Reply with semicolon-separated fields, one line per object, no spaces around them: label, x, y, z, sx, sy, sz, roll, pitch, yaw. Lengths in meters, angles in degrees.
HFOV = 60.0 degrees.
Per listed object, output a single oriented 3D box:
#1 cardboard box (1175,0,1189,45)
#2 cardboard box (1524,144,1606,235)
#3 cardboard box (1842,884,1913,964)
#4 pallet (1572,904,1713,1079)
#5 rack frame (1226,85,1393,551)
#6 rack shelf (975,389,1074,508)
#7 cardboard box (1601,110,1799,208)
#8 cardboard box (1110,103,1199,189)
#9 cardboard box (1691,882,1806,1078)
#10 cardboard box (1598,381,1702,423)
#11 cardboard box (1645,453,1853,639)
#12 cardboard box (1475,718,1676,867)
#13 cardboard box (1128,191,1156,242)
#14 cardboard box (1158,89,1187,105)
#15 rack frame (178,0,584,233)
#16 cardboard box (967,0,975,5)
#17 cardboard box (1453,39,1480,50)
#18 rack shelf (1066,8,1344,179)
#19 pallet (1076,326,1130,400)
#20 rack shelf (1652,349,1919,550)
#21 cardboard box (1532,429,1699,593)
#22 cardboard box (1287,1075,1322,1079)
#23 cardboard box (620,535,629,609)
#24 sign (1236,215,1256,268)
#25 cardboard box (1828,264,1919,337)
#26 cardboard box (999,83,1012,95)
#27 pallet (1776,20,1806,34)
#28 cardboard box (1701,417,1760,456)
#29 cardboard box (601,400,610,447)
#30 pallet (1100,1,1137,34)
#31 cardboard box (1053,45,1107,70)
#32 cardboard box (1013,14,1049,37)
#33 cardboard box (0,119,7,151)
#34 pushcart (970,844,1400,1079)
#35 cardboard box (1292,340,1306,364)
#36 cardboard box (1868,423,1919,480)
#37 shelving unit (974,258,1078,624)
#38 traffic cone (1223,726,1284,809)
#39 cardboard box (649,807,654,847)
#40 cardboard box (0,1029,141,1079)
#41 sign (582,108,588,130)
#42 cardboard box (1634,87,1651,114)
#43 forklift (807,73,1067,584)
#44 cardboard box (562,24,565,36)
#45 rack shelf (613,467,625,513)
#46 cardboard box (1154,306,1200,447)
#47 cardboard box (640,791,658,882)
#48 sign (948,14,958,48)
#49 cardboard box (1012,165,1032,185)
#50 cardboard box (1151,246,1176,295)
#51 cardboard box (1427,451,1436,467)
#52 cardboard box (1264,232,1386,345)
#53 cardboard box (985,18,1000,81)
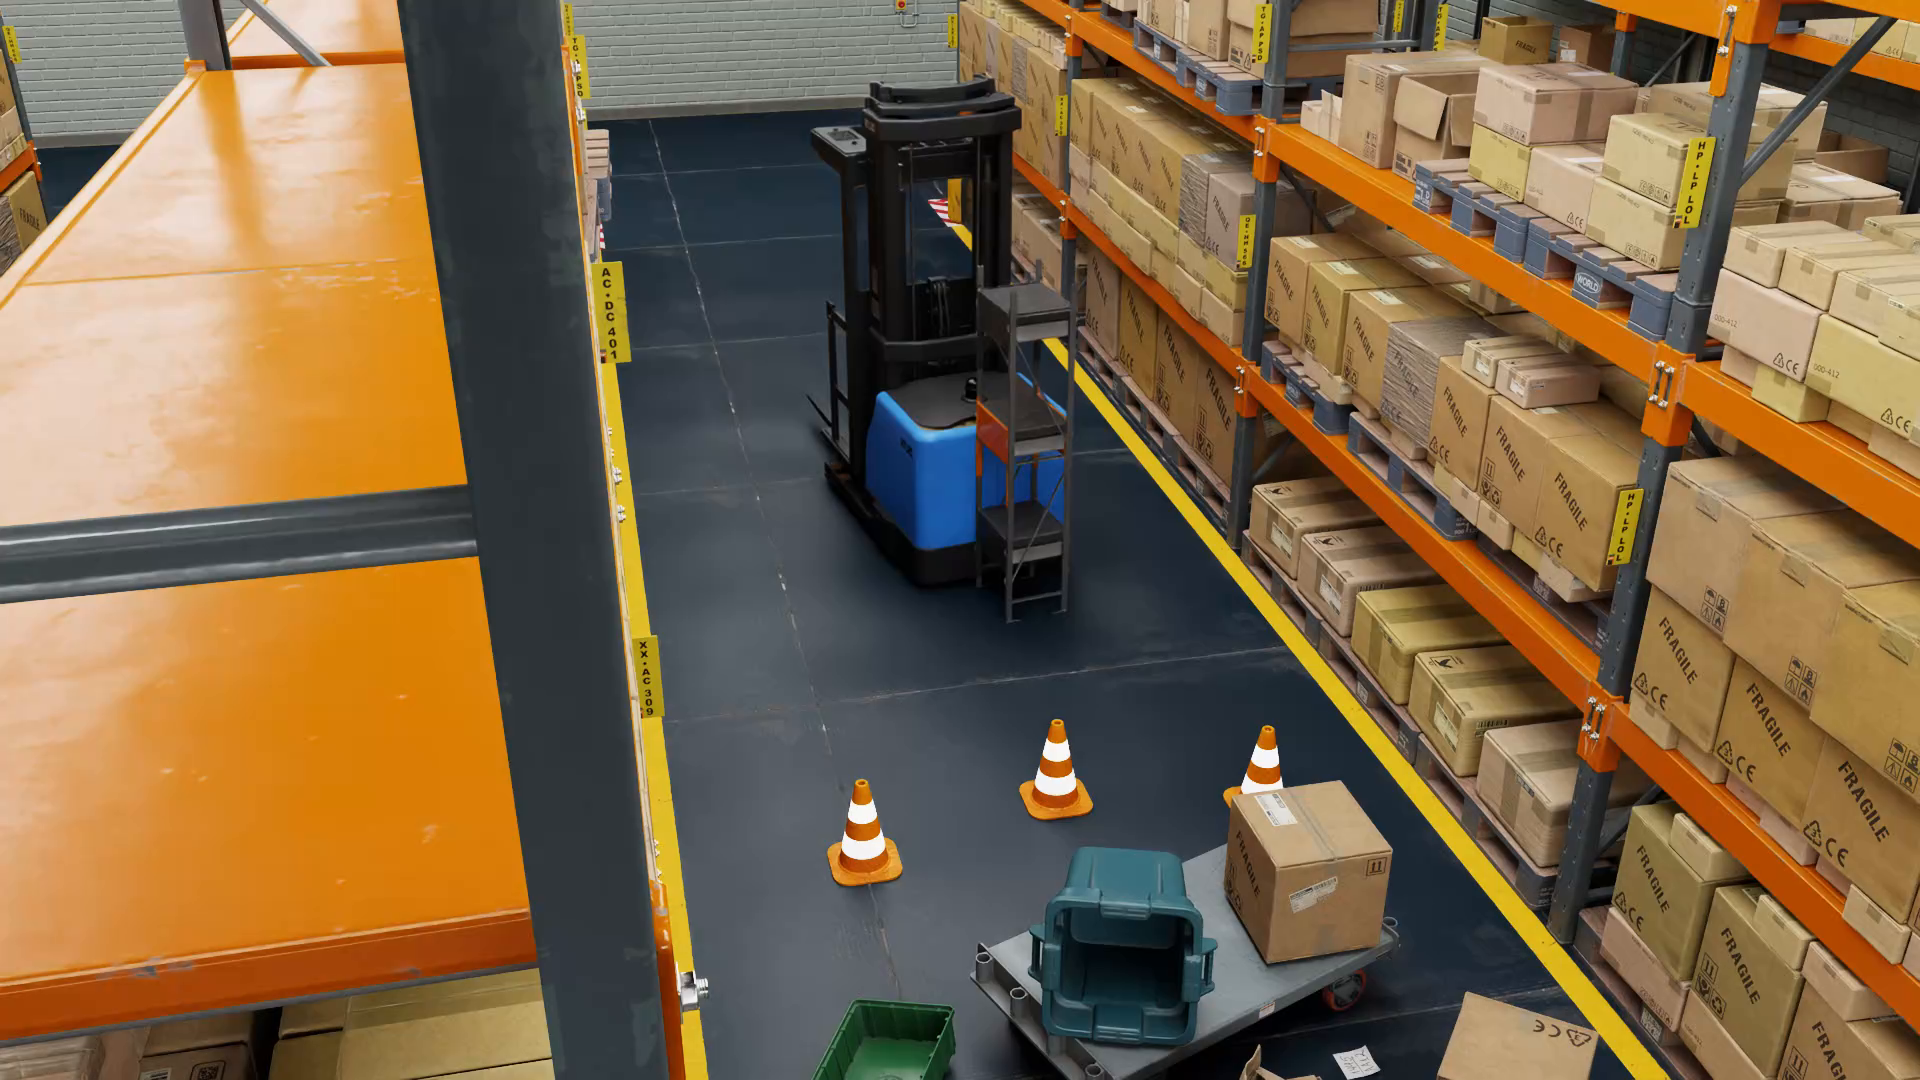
cardboard box;1.619;-3.382;10.821;0.396;0.266;0.258;-7;28;-13
cardboard box;2.790;-1.514;7.138;0.500;0.250;0.500;-6;27;-11
cardboard box;3.209;1.256;5.559;0.380;0.149;0.250;-6;27;-11
pallet;3.357;1.946;7.006;1.003;0.211;1.213;-6;27;-12
rack frame;2.270;-1.346;10.434;1.000;3.000;0.127;-6;27;-12
rack shelf;0.377;-0.553;9.891;0.431;0.518;0.480;-10;28;-19
cardboard box;2.917;-1.514;6.584;0.500;0.250;0.500;-5;27;-10
cardboard box;1.440;-2.930;12.351;0.500;0.500;0.500;-7;28;-13
cardboard box;3.173;1.636;6.280;0.500;0.500;0.500;-5;27;-10
cardboard box;3.232;-0.410;7.672;0.500;0.500;0.500;-6;27;-11
cardboard box;3.059;0.001;6.214;0.700;0.500;0.500;-6;27;-12
cardboard box;3.051;1.166;7.908;0.950;0.372;0.625;-6;27;-11
cardboard box;1.542;-2.364;12.063;0.500;0.250;0.500;-7;28;-13
cardboard box;1.838;-3.196;12.879;0.500;0.500;0.500;-5;27;-11
rack frame;-1.628;-1.721;4.520;1.000;3.000;0.127;-6;27;-12
cardboard box;0.277;-5.455;16.634;0.380;0.149;0.250;-5;27;-11
cardboard box;5.664;-5.255;18.014;0.500;0.250;0.500;-5;27;-10
rack shelf;1.819;-3.242;11.660;1.077;0.370;4.000;-6;27;-12
pallet;1.616;-1.526;13.886;1.003;0.211;1.213;-6;27;-12
rack shelf;3.622;0.270;4.702;1.077;0.370;4.000;-6;27;-12
cardboard box;2.844;-0.134;7.127;0.500;0.500;0.500;-6;27;-13
cardboard box;0.992;2.296;5.838;0.797;0.637;0.503;-6;27;-12
cardboard box;-1.709;0.213;7.235;0.500;0.500;0.500;-6;27;-12
sign;1.730;-1.805;10.059;0.100;0.325;0.005;-6;27;-12
cardboard box;3.062;-0.773;5.365;0.380;0.149;0.250;-7;28;-13
cardboard box;0.663;-4.000;15.582;0.500;0.500;0.500;-5;27;-10
pallet;6.519;-4.114;12.799;1.213;0.211;1.003;-6;27;-12
cardboard box;3.410;-0.487;7.105;0.380;0.149;0.250;-6;27;-12
cardboard box;-0.952;-0.176;3.603;0.380;0.149;0.250;-6;27;-12
pallet;1.623;-3.958;12.493;0.805;0.209;1.217;-7;28;-14
cardboard box;0.989;-3.985;13.723;0.380;0.149;0.250;-7;28;-13
cardboard box;0.693;-4.659;15.059;0.380;0.149;0.250;-6;27;-12
cardboard box;-8.707;-3.509;14.556;0.500;0.250;0.500;-6;27;-12
pushcart;0.961;1.834;7.044;1.648;0.377;0.936;-16;31;-29
cardboard box;2.193;-1.132;9.824;0.380;0.149;0.250;-8;28;-15
cardboard box;3.188;-0.323;5.357;0.380;0.149;0.250;-5;27;-10
shelving unit;0.377;-0.565;9.885;0.431;2.100;0.503;-10;28;-19
traffic cone;1.528;1.140;8.324;0.336;0.463;0.334;-6;27;-12
cardboard box;-0.776;0.517;3.116;0.380;0.149;0.250;-6;27;-12
cardboard box;-1.188;0.675;1.918;0.380;0.149;0.250;-6;27;-11
sign;-2.891;-3.130;12.683;0.100;0.325;0.005;-6;27;-12
cardboard box;6.095;-3.605;14.332;0.700;0.500;0.500;-5;27;-10
forklift;-0.318;-1.674;11.161;1.130;2.935;3.031;-10;28;-19
cardboard box;-2.519;-2.679;9.636;0.500;0.500;0.500;-6;27;-12
rack shelf;-2.079;-0.939;7.097;1.077;0.370;4.000;-6;27;-12
cardboard box;1.998;-1.289;12.212;0.875;0.875;0.875;-6;27;-11
cardboard box;-0.606;0.497;2.271;0.380;0.149;0.250;-6;27;-12
sign;-0.075;-5.226;17.073;0.100;0.325;0.005;-6;27;-12
cardboard box;0.713;-3.622;17.321;0.875;0.438;0.875;-7;28;-13
cardboard box;1.675;-1.920;11.738;0.500;0.250;0.500;-6;27;-12
cardboard box;2.611;-0.439;8.449;0.380;0.149;0.250;-7;28;-13
cardboard box;2.146;-1.490;9.812;0.500;0.500;0.500;-7;28;-13
cardboard box;0.545;-4.658;15.776;0.500;0.500;0.500;-6;27;-12
